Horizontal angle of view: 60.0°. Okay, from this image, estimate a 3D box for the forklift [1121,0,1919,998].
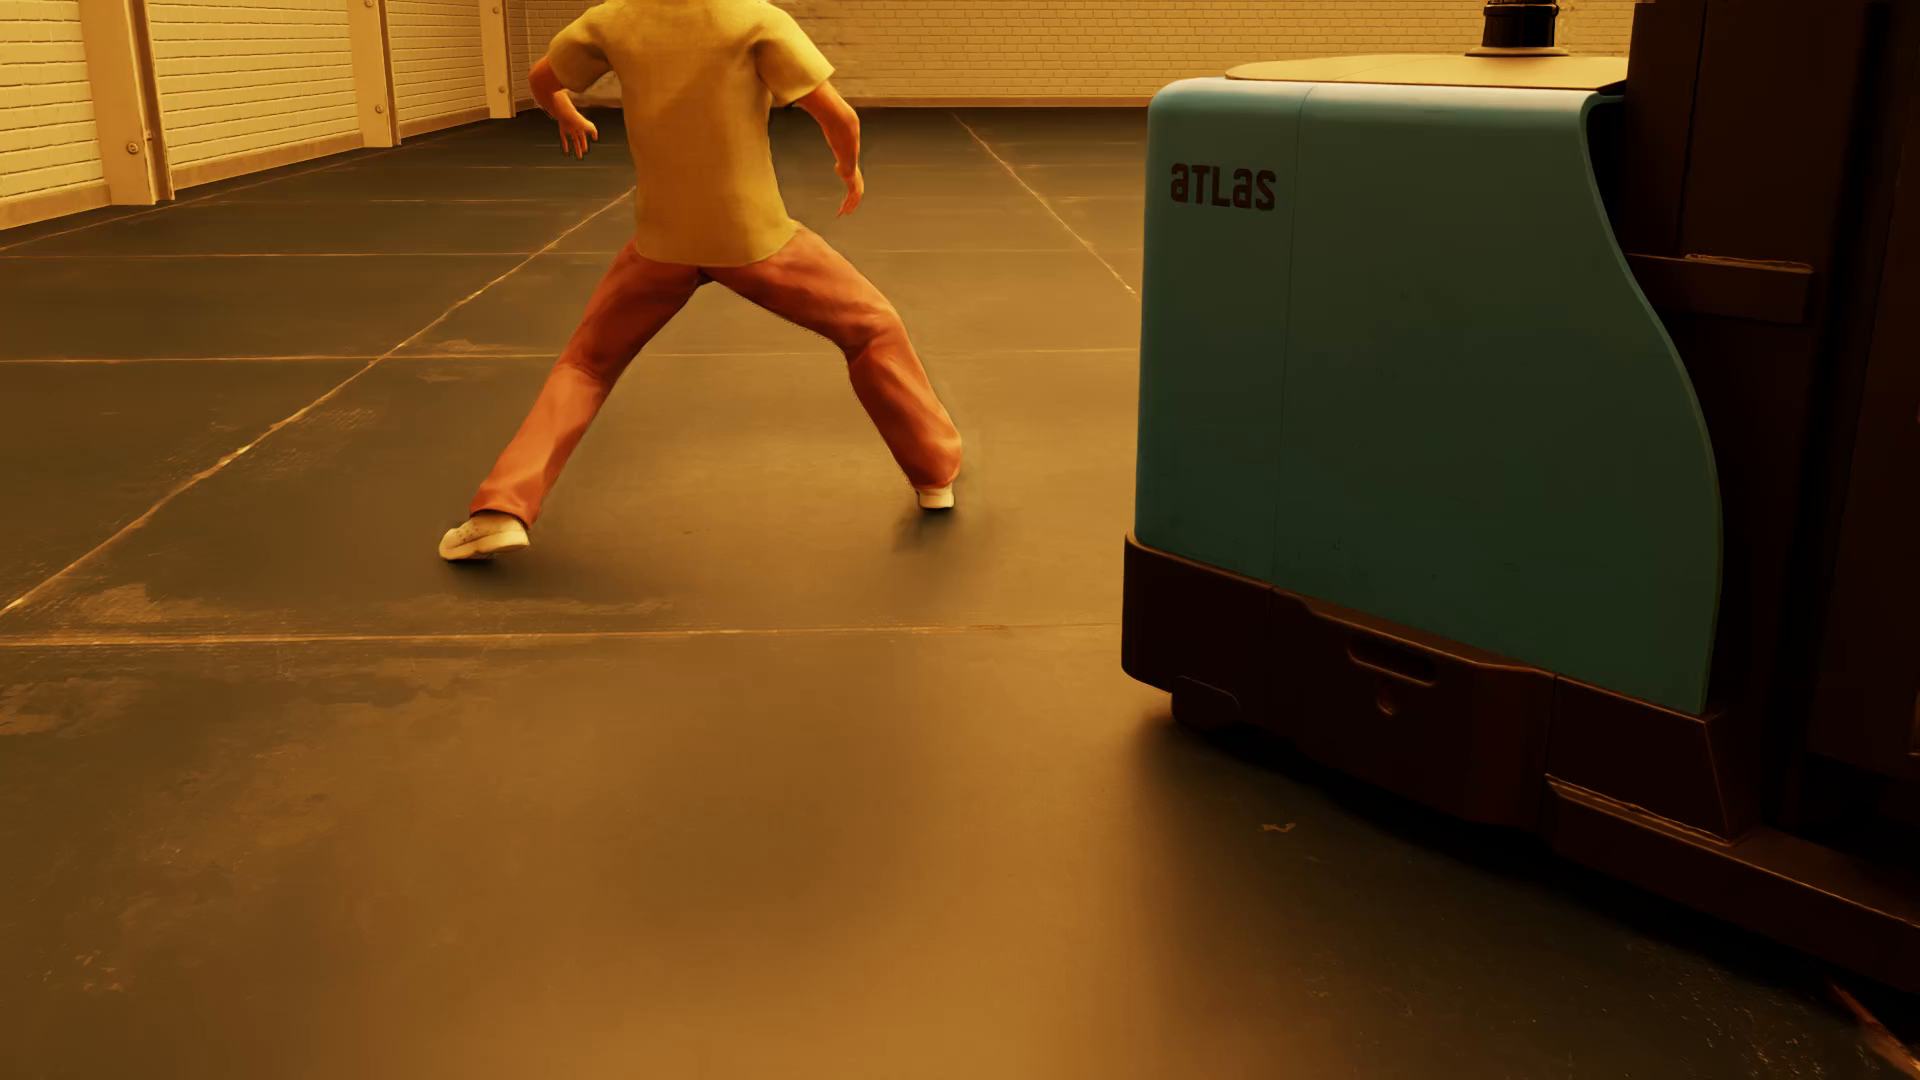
[{"bbox_3d":[1.624,-0.875,1.768,1.130,2.935,3.031,-14,22,-38],"label":"forklift"}]

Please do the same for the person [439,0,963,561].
[{"bbox_3d":[-0.591,-0.740,3.823,1.099,1.501,0.962,4,17,11],"label":"person"}]
